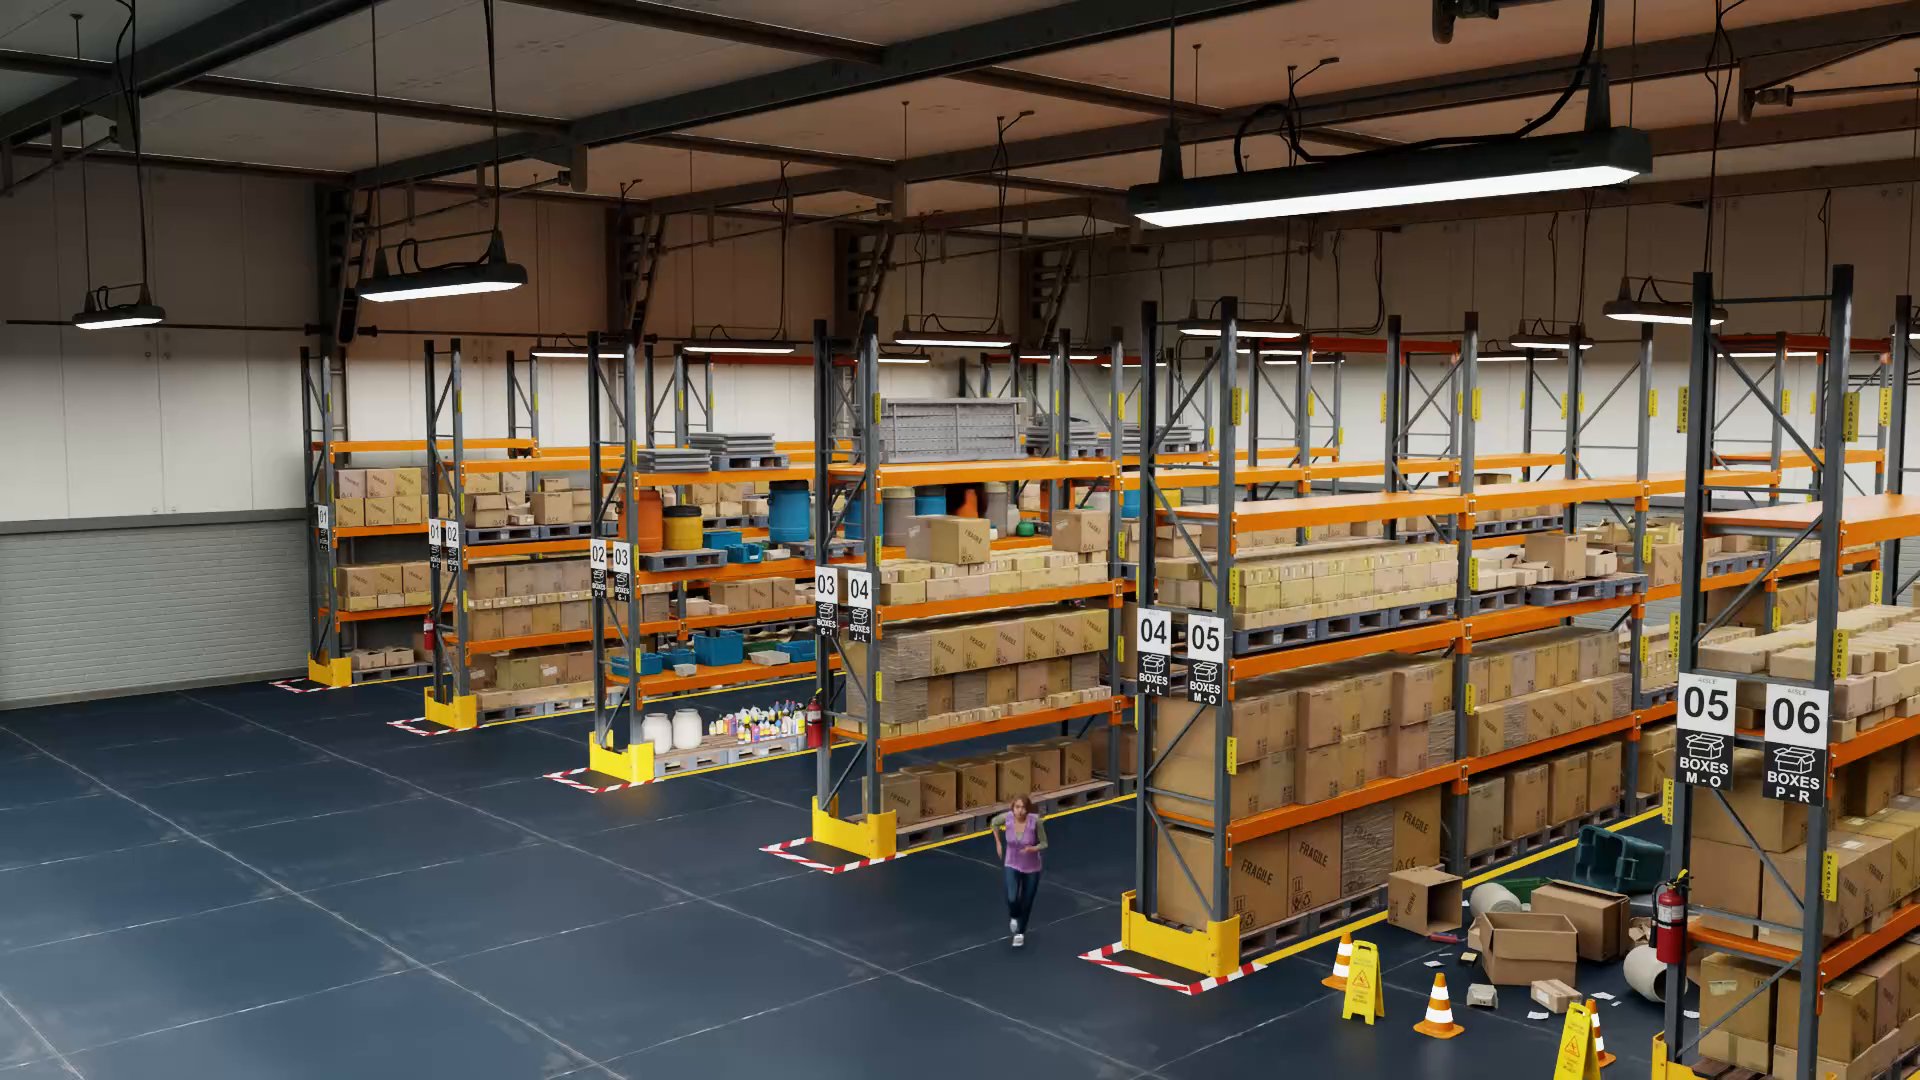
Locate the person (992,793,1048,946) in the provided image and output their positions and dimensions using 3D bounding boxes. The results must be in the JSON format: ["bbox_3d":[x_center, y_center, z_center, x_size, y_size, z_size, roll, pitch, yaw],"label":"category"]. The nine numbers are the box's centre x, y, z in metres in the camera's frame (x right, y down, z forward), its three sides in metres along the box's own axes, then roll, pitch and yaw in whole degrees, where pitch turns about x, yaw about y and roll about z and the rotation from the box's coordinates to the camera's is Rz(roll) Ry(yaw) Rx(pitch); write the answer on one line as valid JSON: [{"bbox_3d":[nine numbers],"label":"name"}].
[{"bbox_3d":[0.547,3.061,15.350,0.524,1.509,0.738,0,5,3],"label":"person"}]

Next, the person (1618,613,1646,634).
[{"bbox_3d":[11.190,1.968,27.590,0.582,1.627,0.925,3,6,30],"label":"person"}]
